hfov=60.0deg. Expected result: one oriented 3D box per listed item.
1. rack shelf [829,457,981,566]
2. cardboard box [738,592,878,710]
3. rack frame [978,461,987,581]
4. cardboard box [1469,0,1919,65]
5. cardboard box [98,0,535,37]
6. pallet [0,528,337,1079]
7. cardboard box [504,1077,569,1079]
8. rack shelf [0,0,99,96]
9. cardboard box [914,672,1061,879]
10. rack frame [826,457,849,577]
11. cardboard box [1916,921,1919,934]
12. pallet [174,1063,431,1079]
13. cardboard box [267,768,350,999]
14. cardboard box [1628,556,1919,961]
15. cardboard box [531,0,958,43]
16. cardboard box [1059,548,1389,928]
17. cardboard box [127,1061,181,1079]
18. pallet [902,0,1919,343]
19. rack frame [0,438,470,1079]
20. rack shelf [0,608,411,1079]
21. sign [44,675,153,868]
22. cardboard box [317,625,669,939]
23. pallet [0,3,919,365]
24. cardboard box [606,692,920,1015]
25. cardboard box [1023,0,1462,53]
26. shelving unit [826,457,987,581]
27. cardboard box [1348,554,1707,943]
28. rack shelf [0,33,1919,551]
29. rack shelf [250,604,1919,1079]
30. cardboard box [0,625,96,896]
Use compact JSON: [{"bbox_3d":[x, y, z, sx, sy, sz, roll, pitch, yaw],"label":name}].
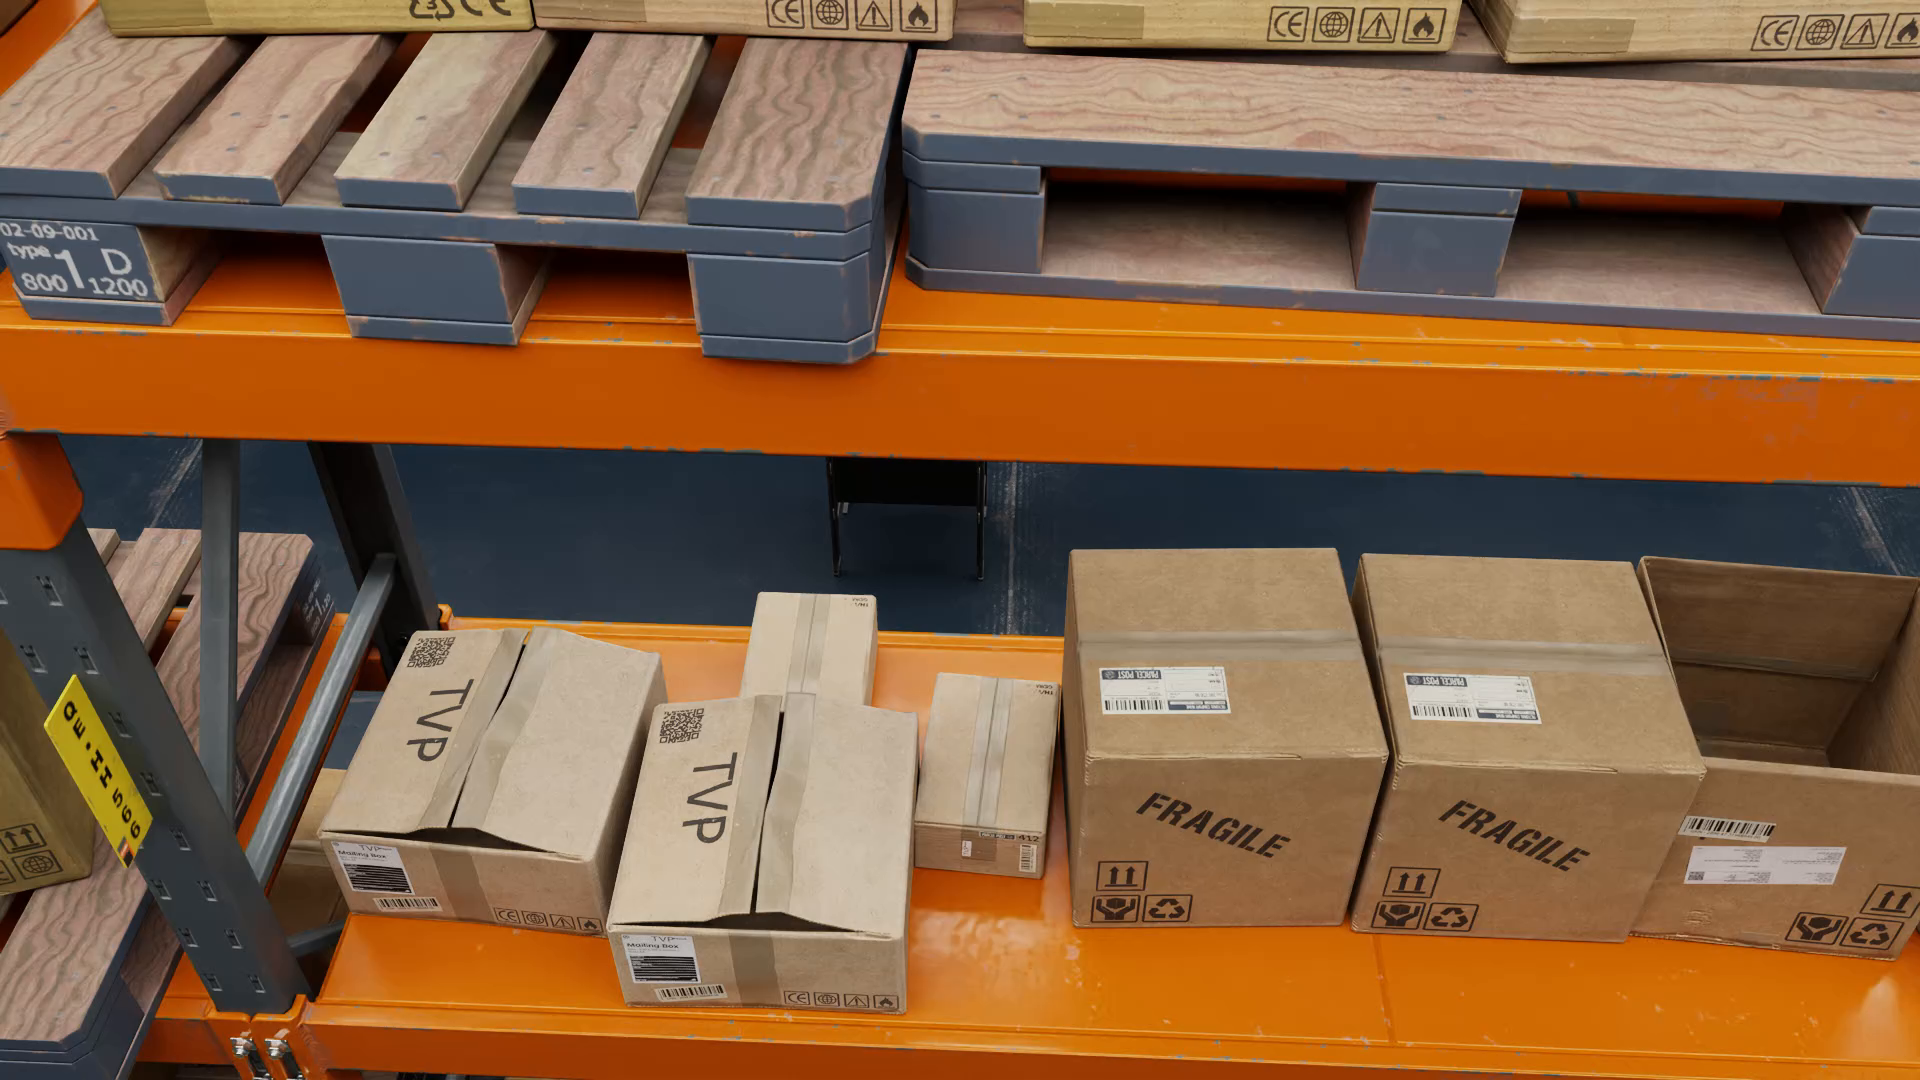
[{"bbox_3d":[-0.165,-0.251,5.526,0.480,0.518,0.431,2,43,2],"label":"rack shelf"},{"bbox_3d":[-0.310,0.293,3.420,0.250,0.149,0.380,2,43,2],"label":"cardboard box"},{"bbox_3d":[0.078,-0.766,5.032,0.015,2.100,0.400,2,43,2],"label":"rack frame"},{"bbox_3d":[0.868,-0.813,2.023,0.500,0.250,0.500,-2,43,-2],"label":"cardboard box"},{"bbox_3d":[-0.765,-0.860,2.073,0.500,0.250,0.500,-1,43,-1],"label":"cardboard box"},{"bbox_3d":[-1.901,0.458,3.198,1.003,0.211,1.213,2,43,2],"label":"pallet"},{"bbox_3d":[-0.711,1.224,3.533,0.500,0.311,0.500,3,43,3],"label":"cardboard box"},{"bbox_3d":[-3.219,-0.535,2.450,4.000,0.370,1.077,2,43,2],"label":"rack shelf"},{"bbox_3d":[0.055,0.454,3.246,0.250,0.149,0.380,5,43,5],"label":"cardboard box"},{"bbox_3d":[-0.409,-0.781,5.048,0.015,2.100,0.400,2,43,2],"label":"rack frame"},{"bbox_3d":[1.888,0.631,2.970,0.258,0.266,0.396,1,43,1],"label":"cardboard box"},{"bbox_3d":[-1.965,1.333,4.164,1.213,0.211,1.003,2,43,2],"label":"pallet"},{"bbox_3d":[-1.663,0.906,4.088,0.500,0.500,0.500,3,43,4],"label":"cardboard box"},{"bbox_3d":[1.482,0.397,3.050,0.500,0.500,0.500,5,43,5],"label":"cardboard box"},{"bbox_3d":[-0.241,-0.856,2.069,0.500,0.250,0.500,3,43,3],"label":"cardboard box"},{"bbox_3d":[0.456,0.365,3.084,0.500,0.500,0.500,0,43,0],"label":"cardboard box"},{"bbox_3d":[-2.166,1.246,3.723,0.500,0.500,0.500,3,43,4],"label":"cardboard box"},{"bbox_3d":[0.578,-0.675,2.212,1.213,0.211,1.003,4,43,4],"label":"pallet"},{"bbox_3d":[-1.221,0.361,3.162,0.127,3.000,1.000,2,43,2],"label":"rack frame"},{"bbox_3d":[-3.219,0.563,3.473,4.000,0.370,1.077,2,43,2],"label":"rack shelf"},{"bbox_3d":[-1.236,0.336,2.397,0.005,0.325,0.100,2,43,2],"label":"sign"},{"bbox_3d":[-0.860,0.435,3.148,0.500,0.311,0.500,4,43,5],"label":"cardboard box"},{"bbox_3d":[-0.539,-0.707,2.247,1.003,0.211,1.213,4,43,4],"label":"pallet"},{"bbox_3d":[-0.336,0.553,3.021,0.500,0.311,0.500,1,43,1],"label":"cardboard box"},{"bbox_3d":[0.330,-0.831,2.042,0.500,0.250,0.500,1,43,1],"label":"cardboard box"},{"bbox_3d":[-0.165,-0.773,5.040,0.503,2.100,0.431,2,43,2],"label":"shelving unit"},{"bbox_3d":[0.982,0.381,3.067,0.500,0.500,0.500,2,43,2],"label":"cardboard box"},{"bbox_3d":[0.777,-0.412,2.319,4.000,0.370,1.077,2,43,2],"label":"rack shelf"},{"bbox_3d":[0.777,0.686,3.341,4.000,0.370,1.077,2,43,2],"label":"rack shelf"},{"bbox_3d":[-1.855,0.228,2.923,0.500,0.500,0.700,-12,44,-12],"label":"cardboard box"}]
